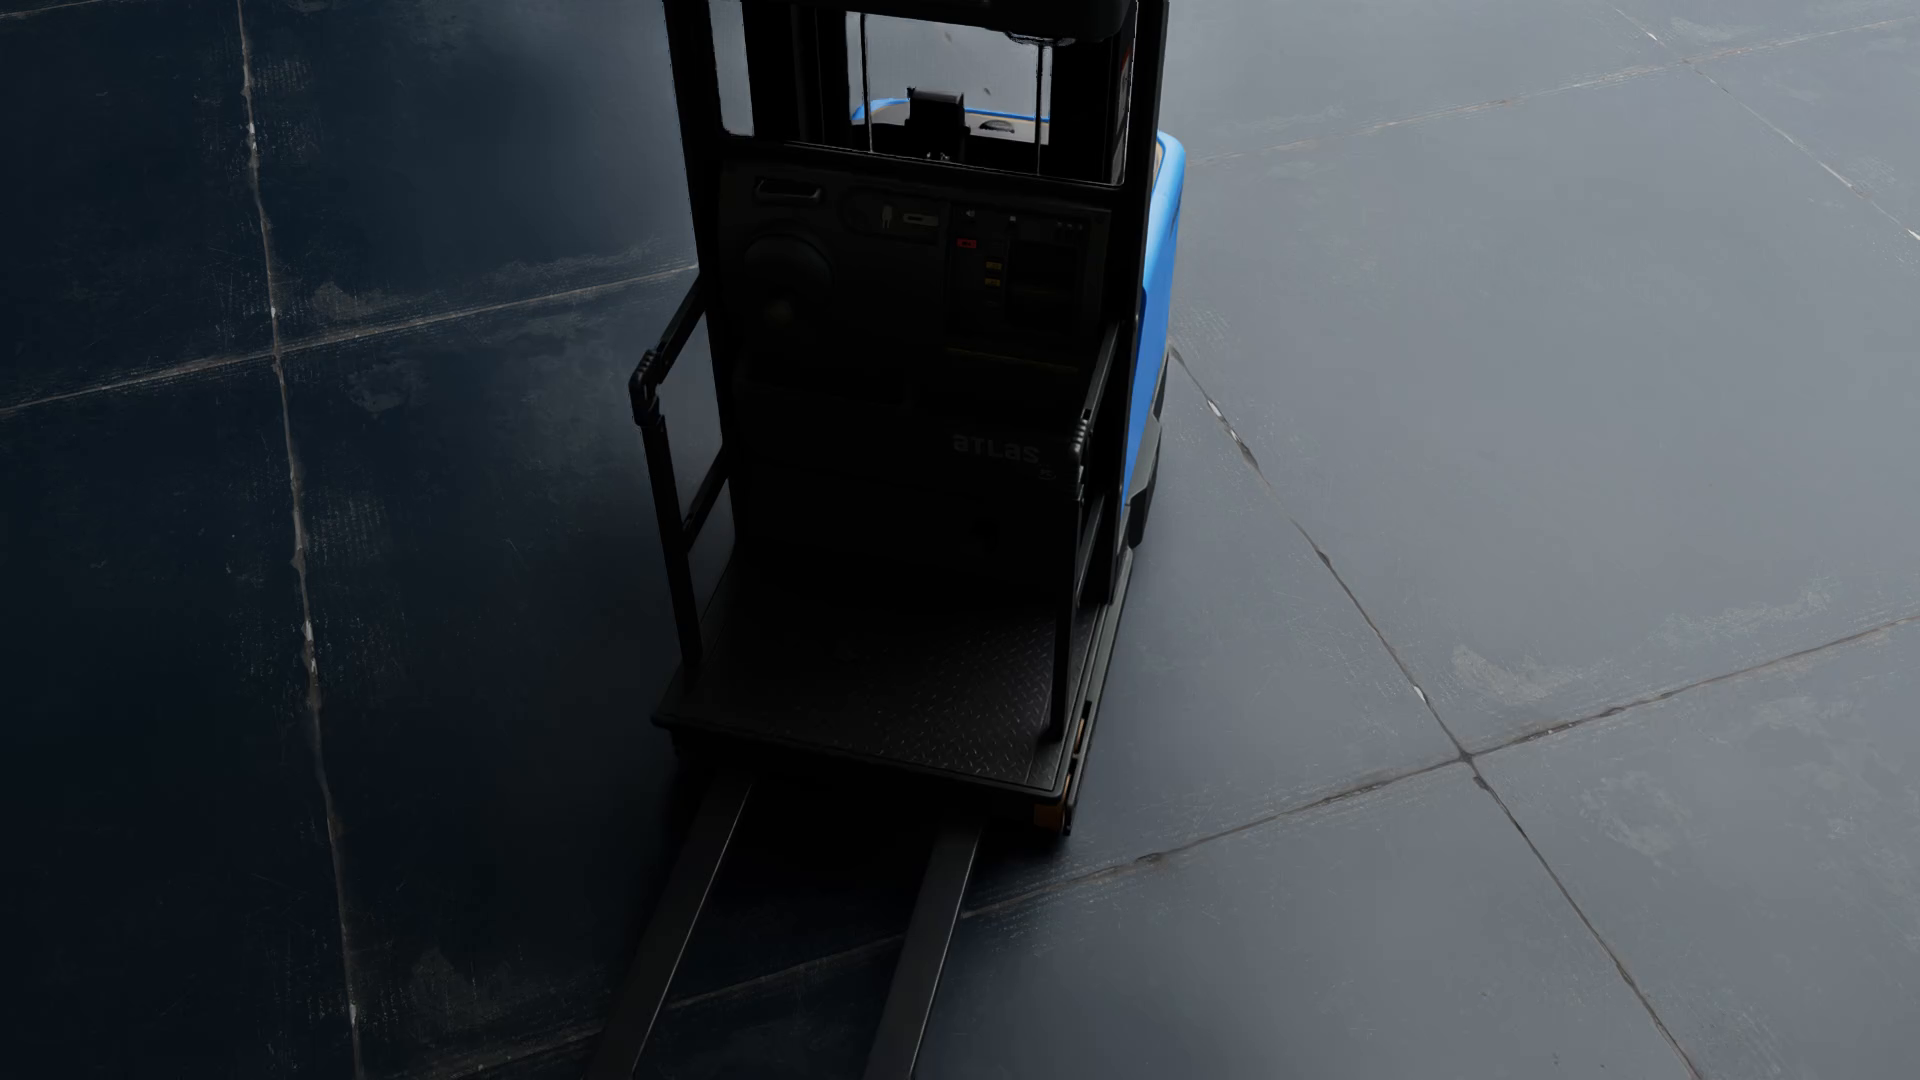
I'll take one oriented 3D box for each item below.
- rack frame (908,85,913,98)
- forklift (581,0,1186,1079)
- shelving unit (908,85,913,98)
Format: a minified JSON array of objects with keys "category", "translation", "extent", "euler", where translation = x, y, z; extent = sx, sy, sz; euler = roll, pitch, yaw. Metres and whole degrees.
[{"category":"rack frame","translation":[-0.082,-1.121,5.731],"extent":[0.240,0.900,0.006],"euler":[33,54,29]},{"category":"forklift","translation":[-0.166,-0.561,3.740],"extent":[1.130,2.935,3.031],"euler":[10,46,10]},{"category":"shelving unit","translation":[-0.151,-1.068,5.678],"extent":[0.258,0.900,0.210],"euler":[33,54,29]}]
